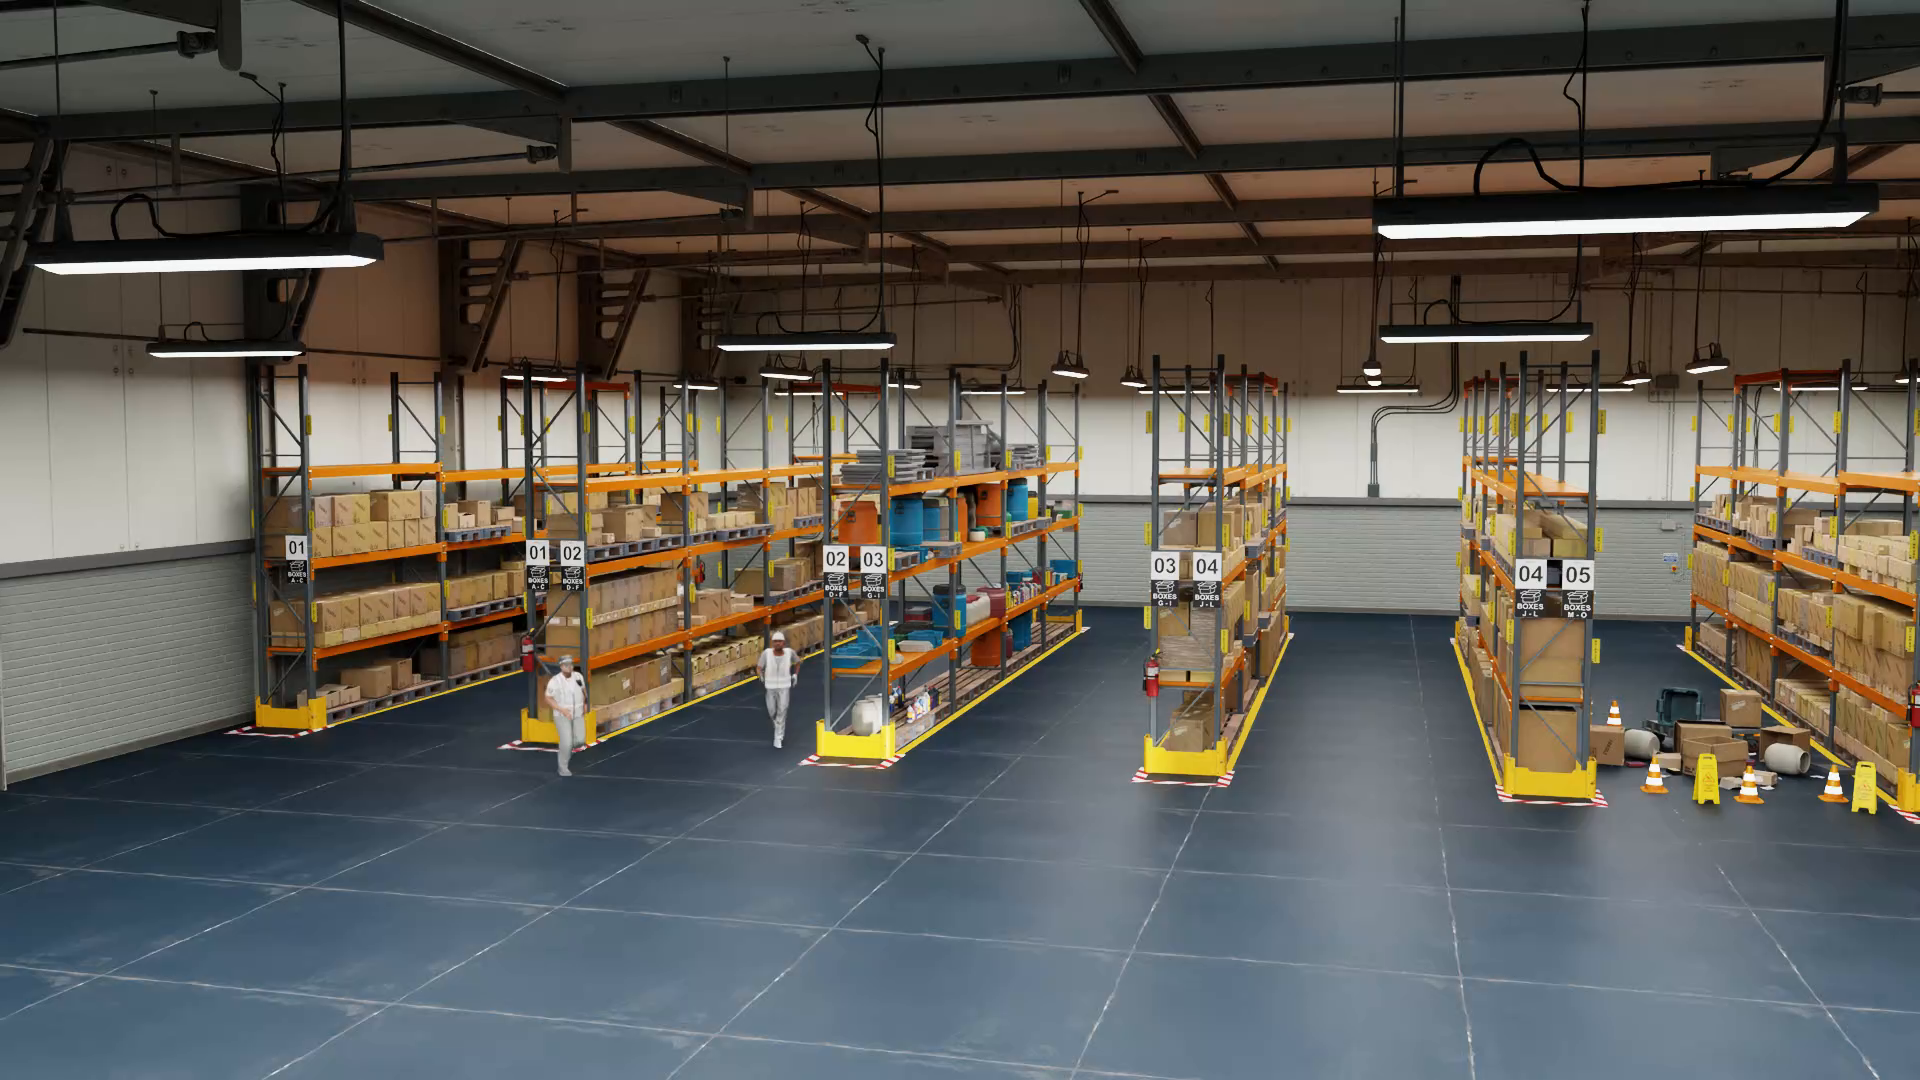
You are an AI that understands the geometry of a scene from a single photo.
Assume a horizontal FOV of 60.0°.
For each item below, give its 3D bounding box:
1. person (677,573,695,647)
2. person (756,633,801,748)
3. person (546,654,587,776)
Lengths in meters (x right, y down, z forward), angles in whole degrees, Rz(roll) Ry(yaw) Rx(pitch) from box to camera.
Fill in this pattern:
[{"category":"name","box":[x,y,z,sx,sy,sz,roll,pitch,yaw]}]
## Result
[{"category":"person","box":[-6.272,1.577,37.817,0.613,1.660,0.726,1,4,10]},{"category":"person","box":[-2.859,2.329,26.232,0.693,1.770,0.957,0,4,-3]},{"category":"person","box":[-5.620,2.498,23.863,0.676,1.753,0.673,-3,5,-40]}]
